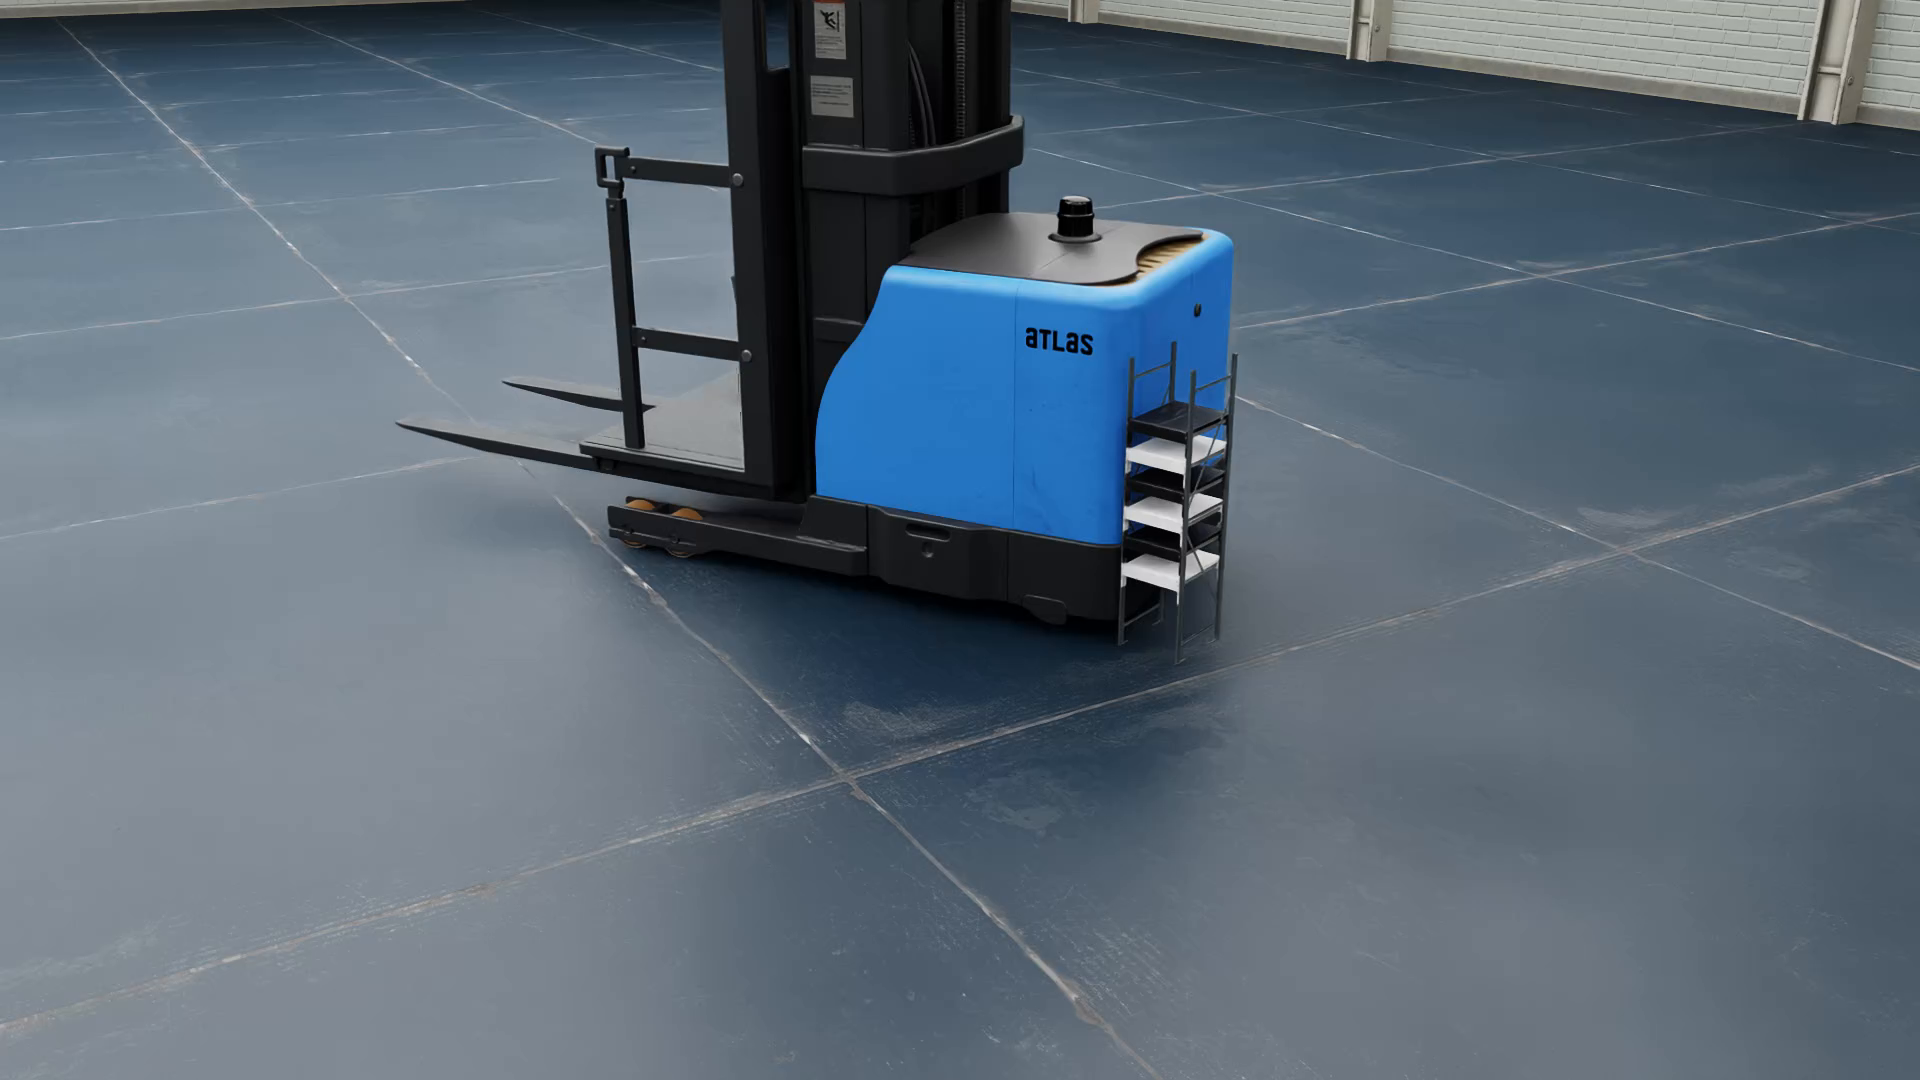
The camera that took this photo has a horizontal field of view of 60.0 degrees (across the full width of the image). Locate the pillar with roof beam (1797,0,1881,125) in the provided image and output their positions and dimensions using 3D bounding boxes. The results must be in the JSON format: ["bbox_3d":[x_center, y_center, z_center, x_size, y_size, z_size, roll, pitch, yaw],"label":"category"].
[{"bbox_3d":[4.279,-7.202,11.579,9.100,9.000,0.400,-13,25,-28],"label":"pillar with roof beam"}]

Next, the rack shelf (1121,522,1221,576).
[{"bbox_3d":[0.633,0.009,4.921,0.200,0.077,0.258,17,28,36],"label":"rack shelf"}]

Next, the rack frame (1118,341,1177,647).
[{"bbox_3d":[0.555,-0.130,4.935,0.006,0.900,0.240,17,28,36],"label":"rack frame"}]

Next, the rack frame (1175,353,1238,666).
[{"bbox_3d":[0.712,-0.081,4.815,0.006,0.900,0.240,17,28,36],"label":"rack frame"}]

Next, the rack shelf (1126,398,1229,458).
[{"bbox_3d":[0.633,-0.324,4.786,0.200,0.077,0.258,17,28,36],"label":"rack shelf"}]

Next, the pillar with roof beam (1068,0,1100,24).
[{"bbox_3d":[-1.850,-11.086,21.136,9.100,9.000,0.400,-13,25,-28],"label":"pillar with roof beam"}]

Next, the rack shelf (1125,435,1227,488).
[{"bbox_3d":[0.633,-0.241,4.820,0.200,0.077,0.258,17,28,36],"label":"rack shelf"}]

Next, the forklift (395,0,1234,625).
[{"bbox_3d":[-0.644,-1.462,5.516,3.031,2.935,1.130,10,24,24],"label":"forklift"}]

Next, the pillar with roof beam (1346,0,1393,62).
[{"bbox_3d":[1.215,-9.144,16.358,9.100,9.000,0.400,-13,25,-28],"label":"pillar with roof beam"}]

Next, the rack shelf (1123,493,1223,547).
[{"bbox_3d":[0.633,-0.074,4.888,0.200,0.077,0.258,17,28,36],"label":"rack shelf"}]

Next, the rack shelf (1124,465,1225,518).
[{"bbox_3d":[0.633,-0.158,4.854,0.200,0.077,0.258,17,28,36],"label":"rack shelf"}]

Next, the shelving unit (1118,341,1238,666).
[{"bbox_3d":[0.633,-0.105,4.875,0.210,0.900,0.258,17,28,36],"label":"shelving unit"}]

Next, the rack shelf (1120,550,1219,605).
[{"bbox_3d":[0.633,0.092,4.955,0.200,0.077,0.258,17,28,36],"label":"rack shelf"}]
